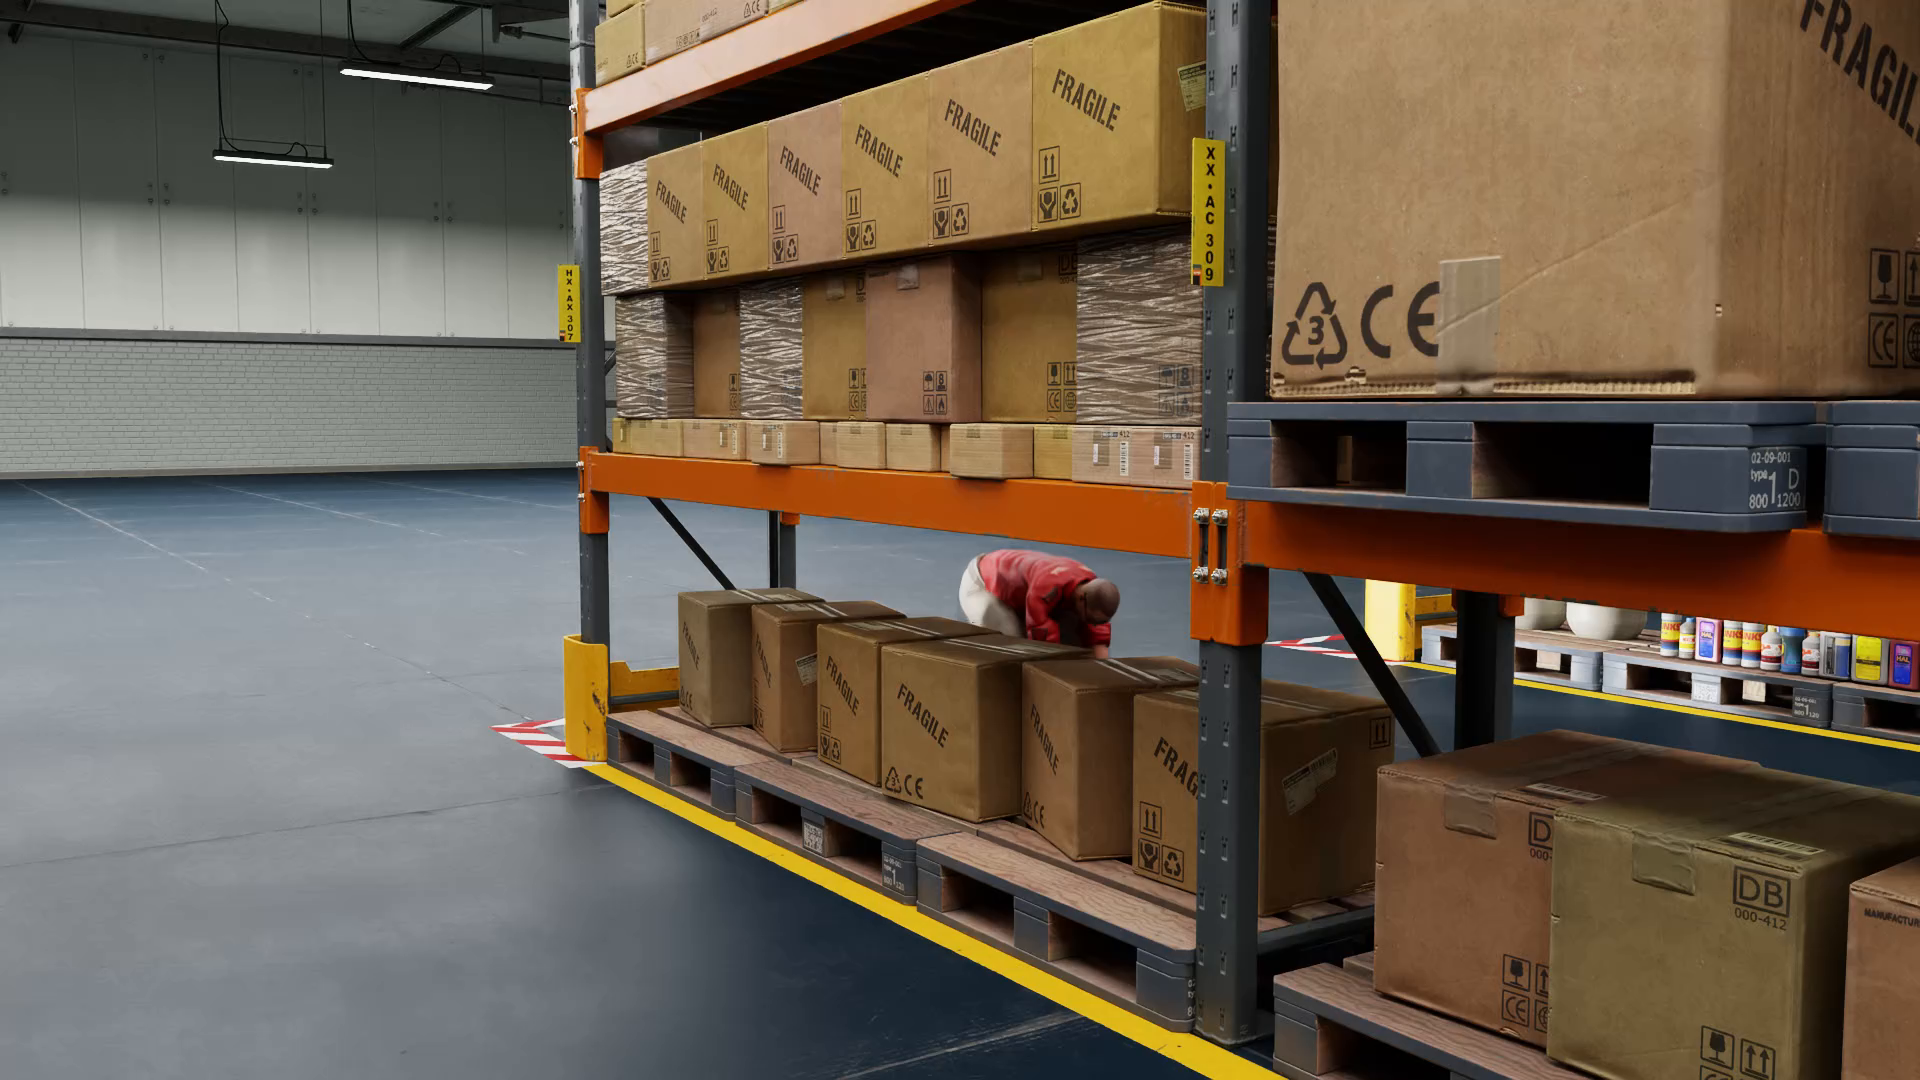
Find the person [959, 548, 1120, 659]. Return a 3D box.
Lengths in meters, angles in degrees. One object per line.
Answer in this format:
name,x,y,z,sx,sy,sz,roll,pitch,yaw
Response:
person,0.386,0.470,7.802,0.503,0.847,0.957,-3,6,-36
